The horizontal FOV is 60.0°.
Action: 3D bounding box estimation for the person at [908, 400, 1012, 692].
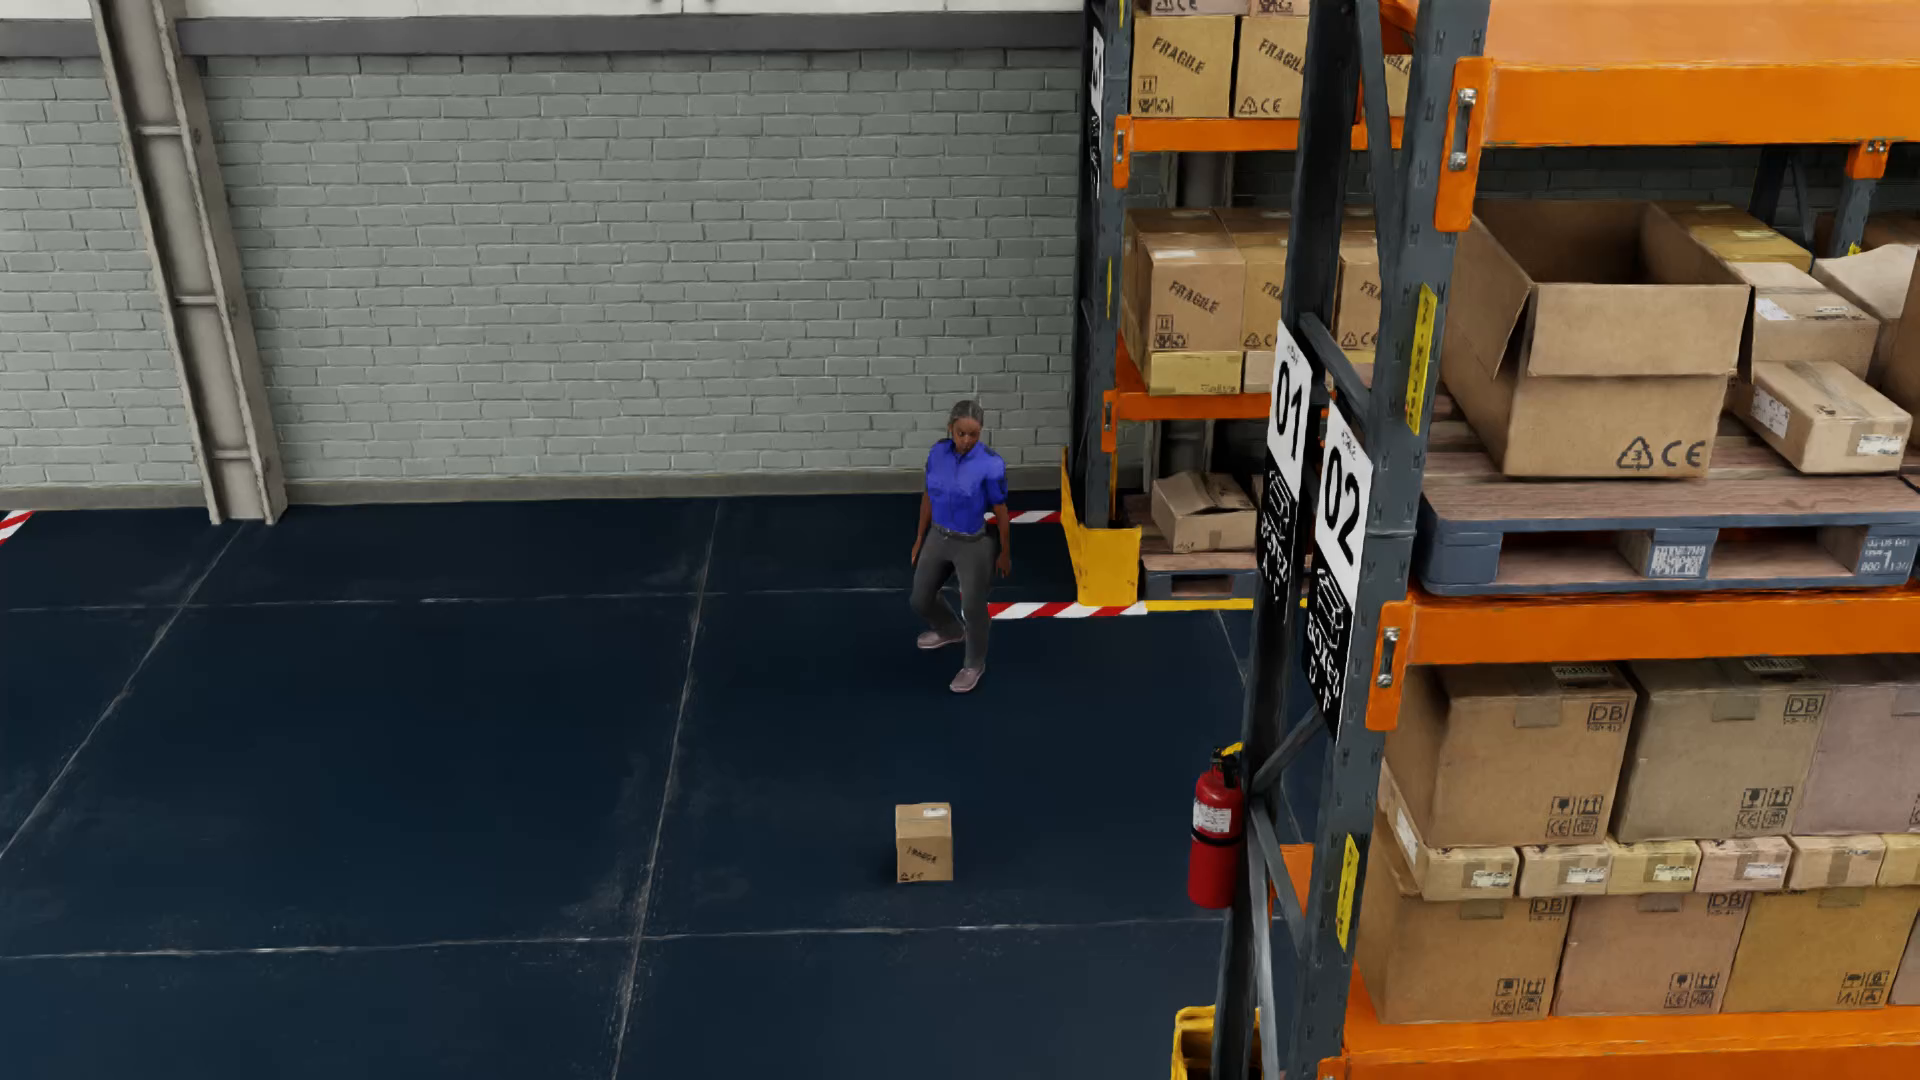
[{"bbox_3d":[-0.015,-0.005,8.599,0.637,1.651,0.433,17,32,29],"label":"person"}]
